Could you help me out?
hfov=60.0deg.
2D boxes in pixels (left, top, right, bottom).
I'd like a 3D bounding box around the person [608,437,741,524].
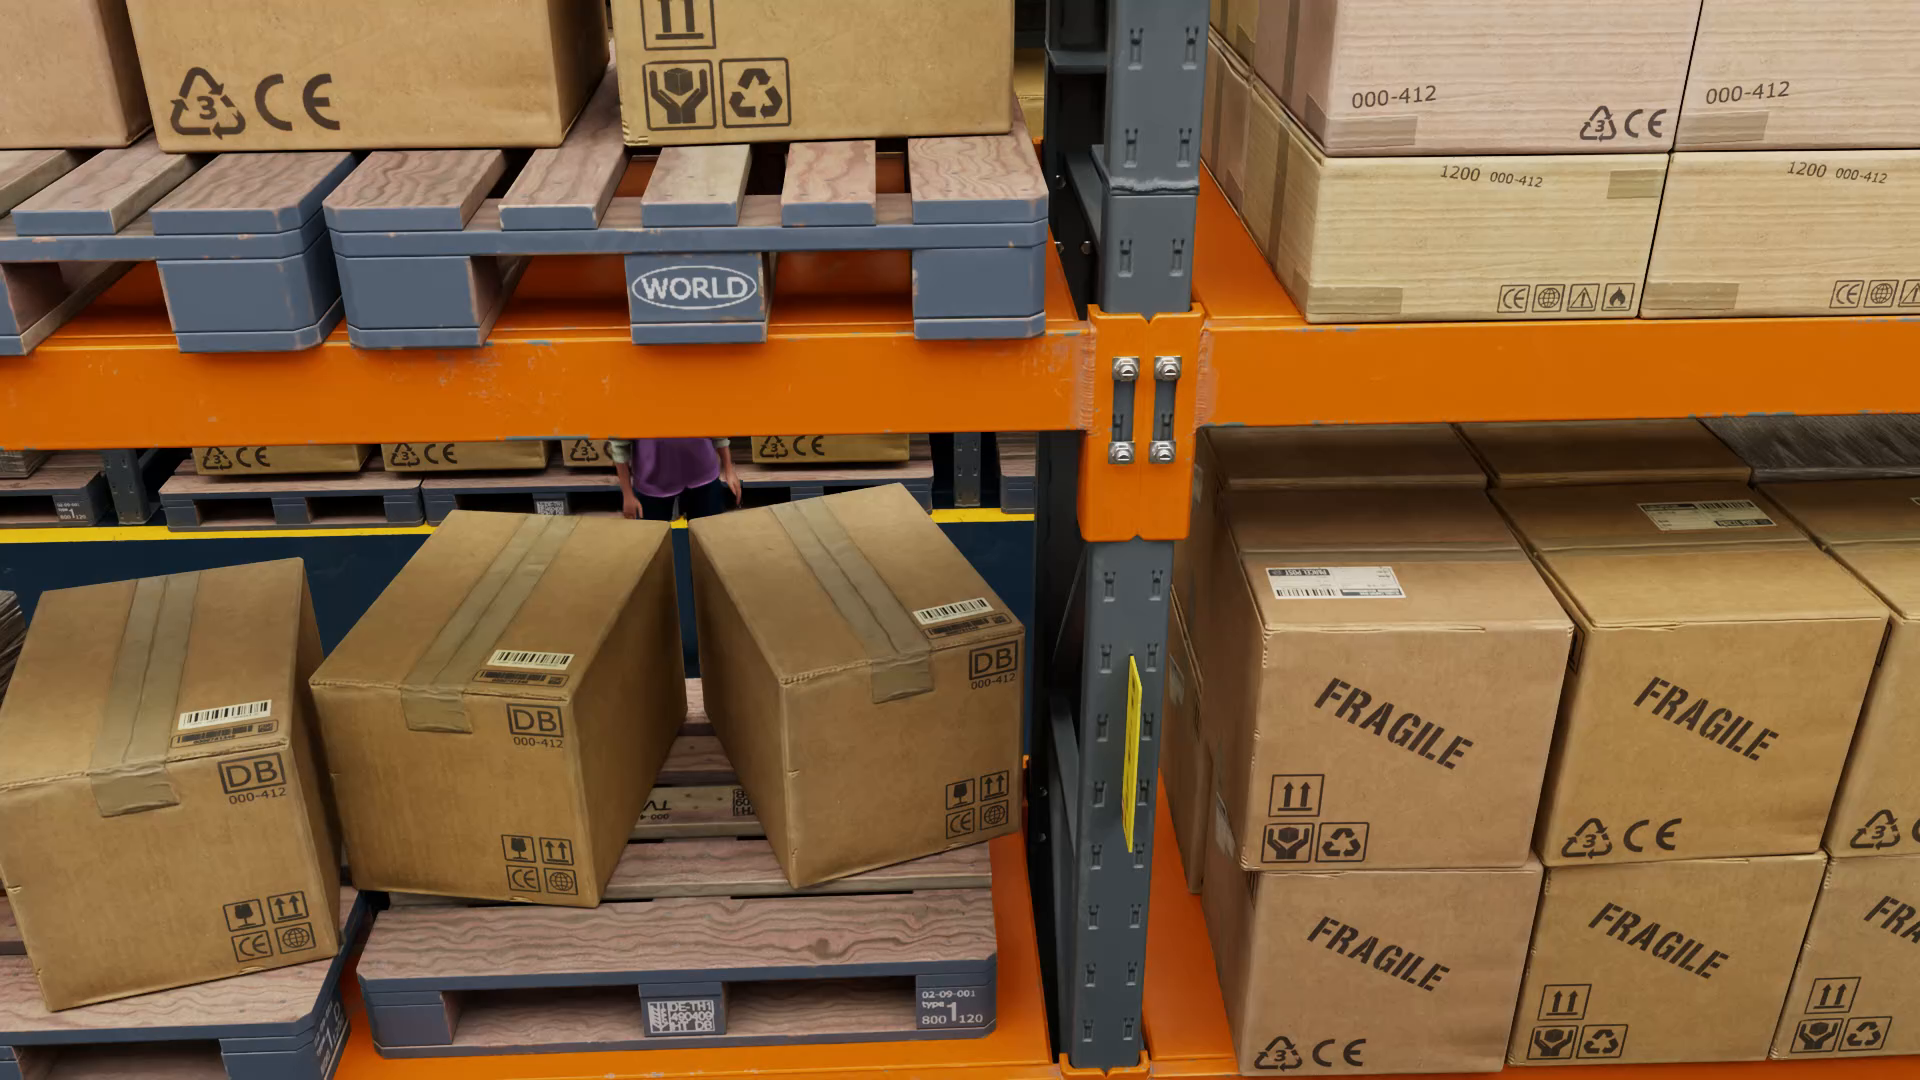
[{"bbox_3d":[-1.104,-0.203,6.458,0.499,1.602,0.408,-13,31,-23],"label":"person"}]
